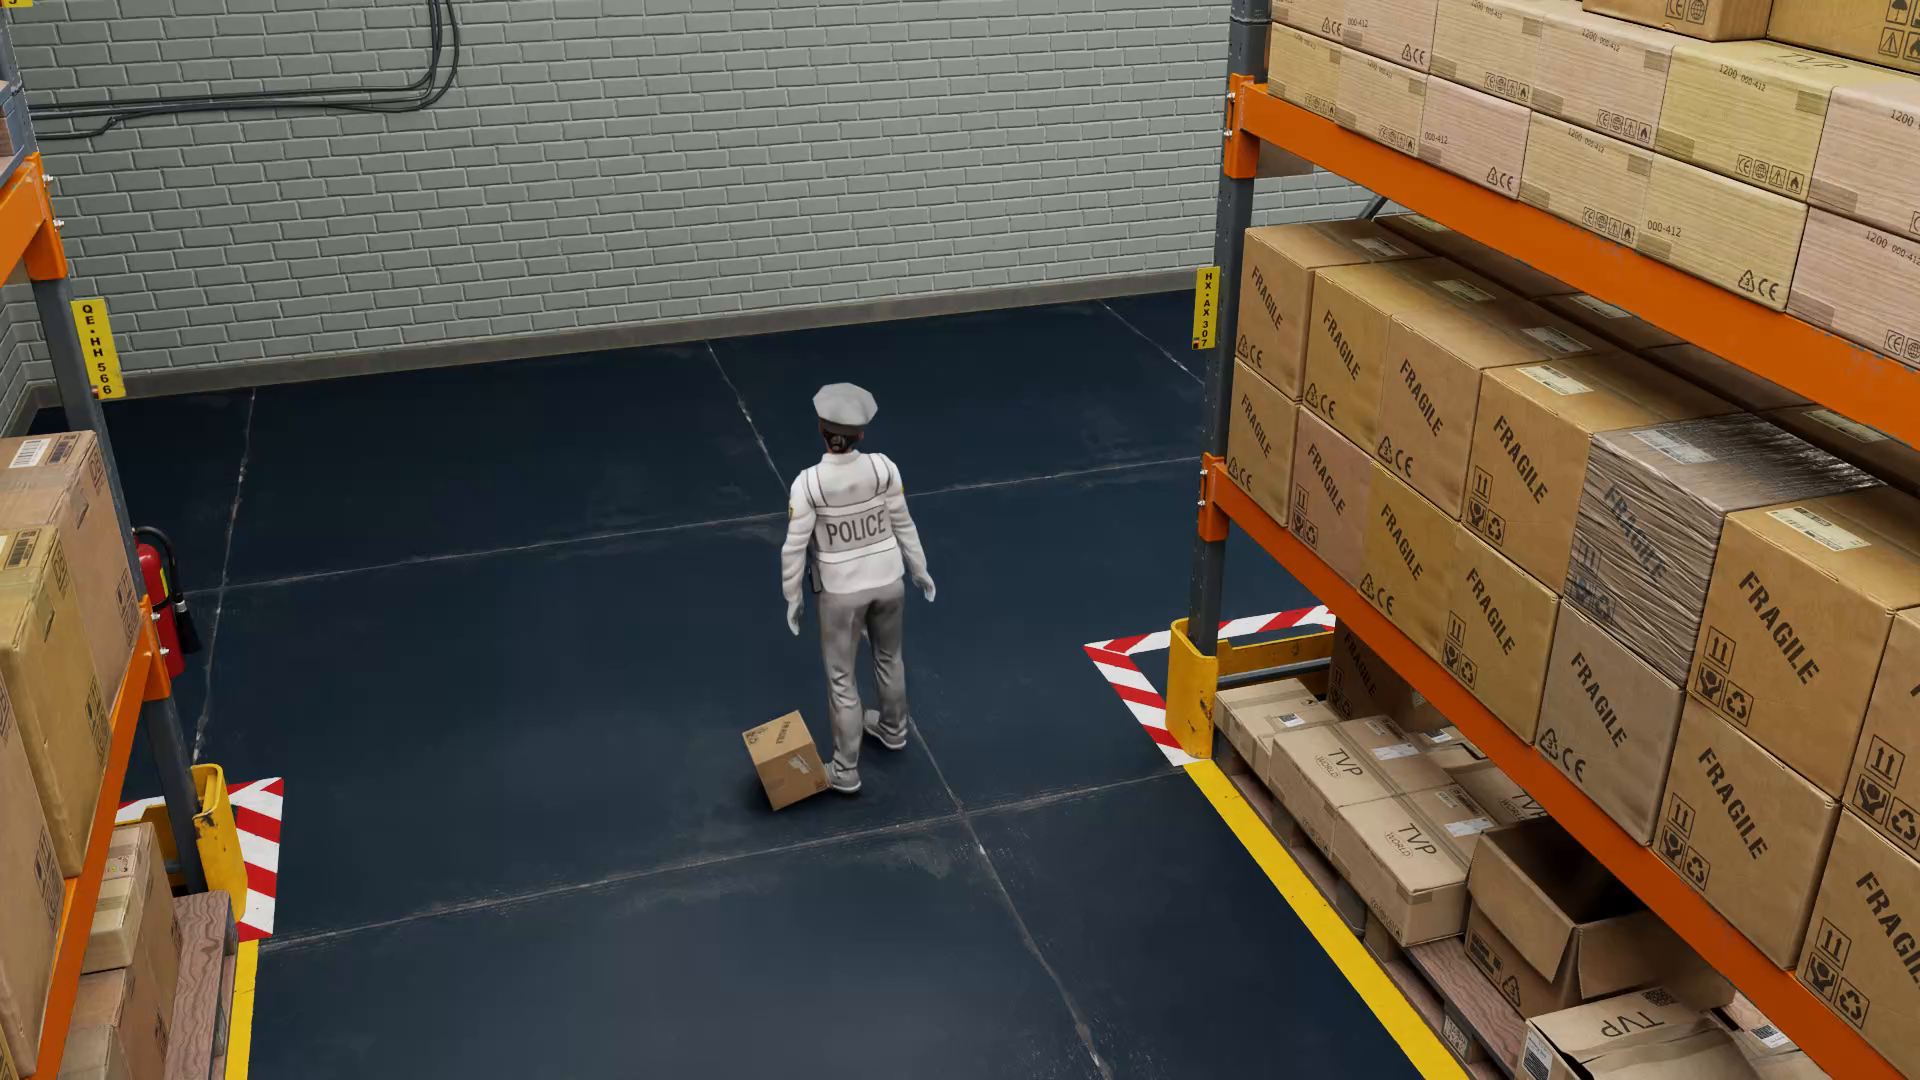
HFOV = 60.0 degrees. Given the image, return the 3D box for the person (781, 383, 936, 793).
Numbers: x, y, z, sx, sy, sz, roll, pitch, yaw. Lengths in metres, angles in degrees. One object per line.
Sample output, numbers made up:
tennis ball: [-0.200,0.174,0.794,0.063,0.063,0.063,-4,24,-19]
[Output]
person: [-0.415,0.177,6.683,0.634,1.678,0.489,-11,28,-21]
